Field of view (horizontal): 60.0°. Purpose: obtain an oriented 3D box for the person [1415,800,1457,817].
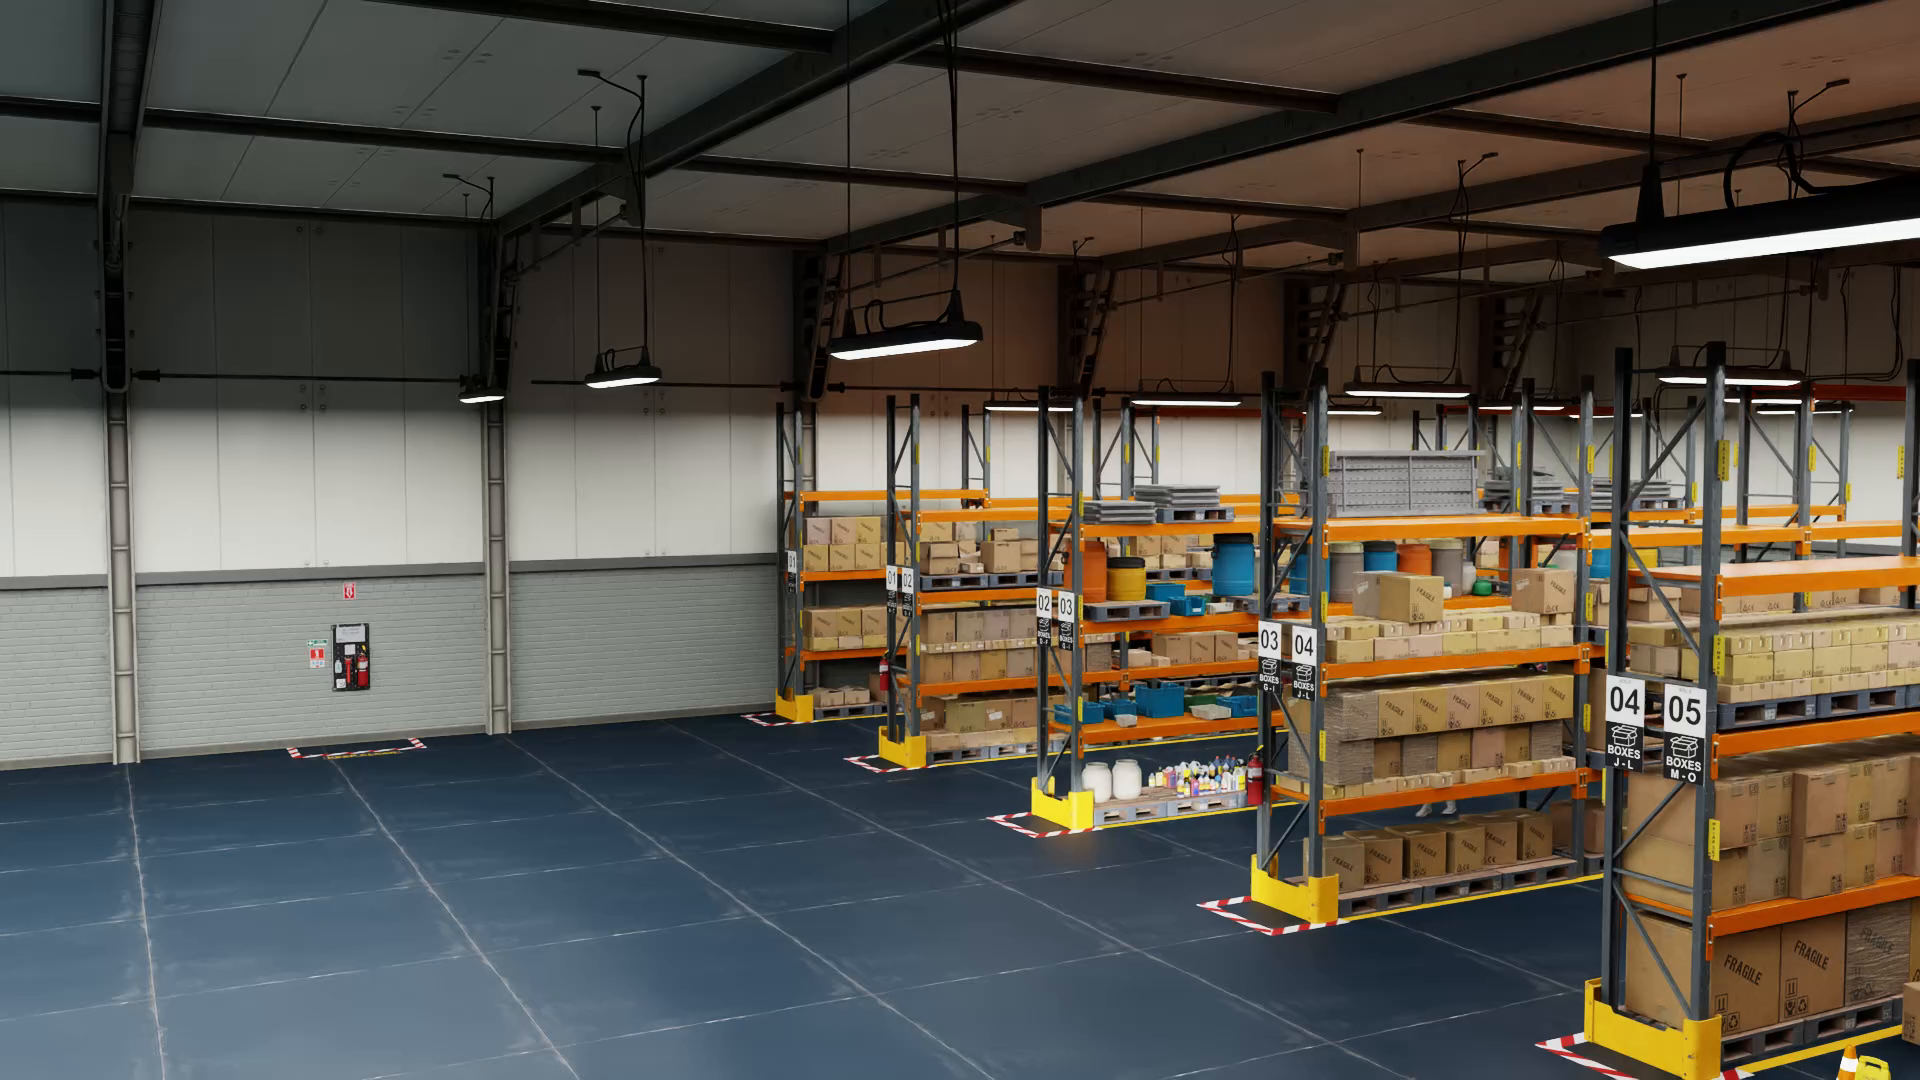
[{"bbox_3d":[6.683,3.029,23.241,0.625,1.693,0.530,-2,4,-28],"label":"person"}]
